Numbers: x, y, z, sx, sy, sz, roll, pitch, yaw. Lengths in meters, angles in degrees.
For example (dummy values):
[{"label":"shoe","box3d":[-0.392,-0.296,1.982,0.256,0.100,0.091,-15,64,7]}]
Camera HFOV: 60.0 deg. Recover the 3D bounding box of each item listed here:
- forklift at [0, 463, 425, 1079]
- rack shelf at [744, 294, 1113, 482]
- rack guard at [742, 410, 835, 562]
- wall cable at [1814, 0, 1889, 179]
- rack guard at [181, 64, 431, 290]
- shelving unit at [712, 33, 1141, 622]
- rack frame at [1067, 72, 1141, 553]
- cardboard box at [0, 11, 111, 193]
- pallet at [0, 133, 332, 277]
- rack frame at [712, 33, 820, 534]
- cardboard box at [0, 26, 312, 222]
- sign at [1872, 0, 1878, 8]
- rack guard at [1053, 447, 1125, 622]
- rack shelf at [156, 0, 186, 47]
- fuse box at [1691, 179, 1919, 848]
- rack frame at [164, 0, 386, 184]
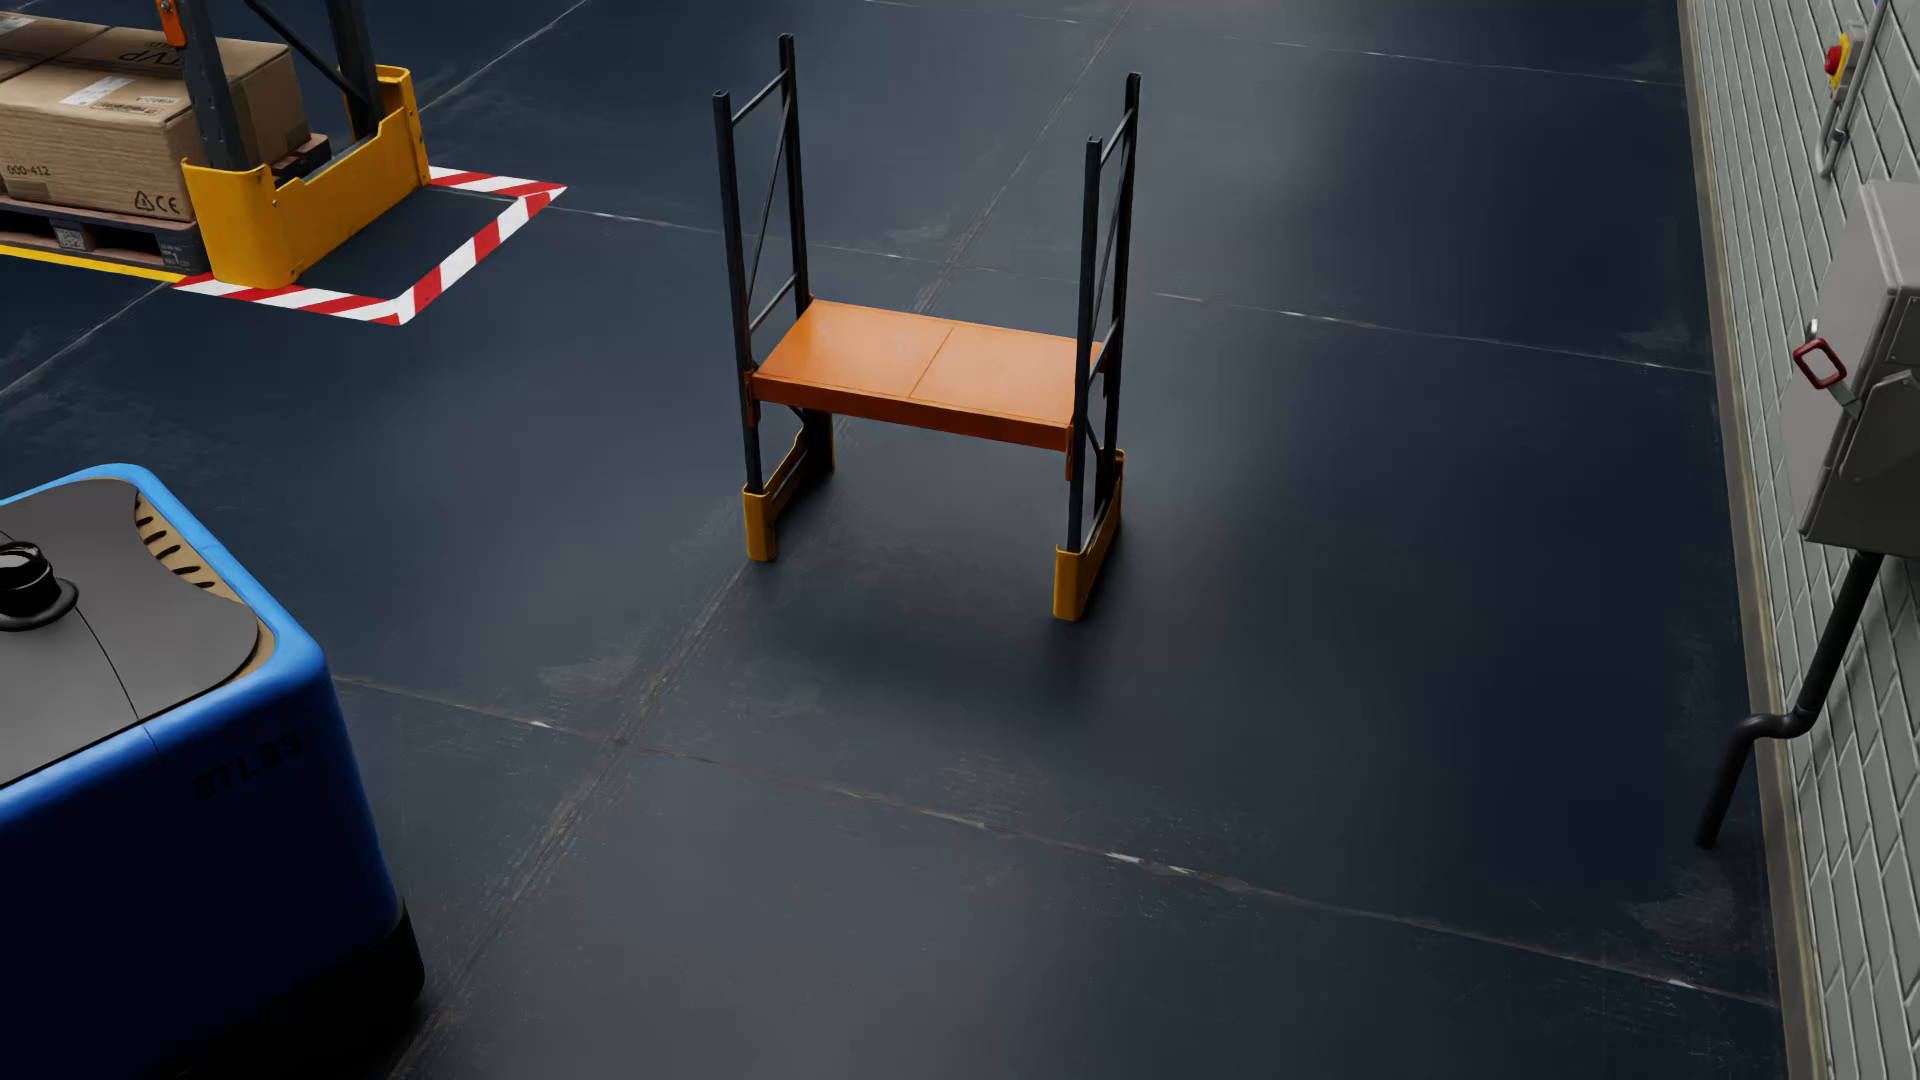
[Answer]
[{"label":"forklift","box3d":[-2.652,0.290,2.463,3.031,2.935,1.130,-29,45,-33]},{"label":"rack shelf","box3d":[-0.081,-0.474,5.011,1.000,0.185,0.538,10,38,14]},{"label":"rack guard","box3d":[-0.548,-0.202,5.392,0.087,0.250,0.587,10,38,14]},{"label":"wall cable","box3d":[2.643,-2.009,4.645,0.123,1.953,0.585,10,38,14]},{"label":"rack guard","box3d":[-2.724,-1.560,7.026,0.348,0.500,1.175,10,38,14]},{"label":"shelving unit","box3d":[-0.073,-0.618,4.902,1.083,1.500,0.587,10,38,14]},{"label":"rack frame","box3d":[0.404,-0.529,4.783,0.032,1.500,0.500,10,38,14]},{"label":"cardboard box","box3d":[-4.282,-1.925,7.221,0.875,0.438,0.875,11,38,15]},{"label":"pallet","box3d":[-3.533,-1.545,7.250,1.213,0.211,1.003,10,38,14]},{"label":"rack frame","box3d":[-0.567,-0.709,5.027,0.032,1.500,0.500,10,38,14]},{"label":"cardboard box","box3d":[-3.406,-1.768,7.008,0.875,0.438,0.875,9,37,12]},{"label":"sign","box3d":[2.715,-1.713,4.897,0.001,0.218,0.327,10,38,14]},{"label":"rack guard","box3d":[0.403,-0.026,5.153,0.087,0.250,0.587,10,38,14]},{"label":"rack shelf","box3d":[-4.656,-2.635,6.985,4.000,0.370,1.077,10,38,14]},{"label":"fuse box","box3d":[1.877,0.094,3.757,0.414,1.711,0.539,10,38,14]},{"label":"rack frame","box3d":[-2.747,-2.571,6.291,0.127,3.000,1.000,10,38,14]}]
